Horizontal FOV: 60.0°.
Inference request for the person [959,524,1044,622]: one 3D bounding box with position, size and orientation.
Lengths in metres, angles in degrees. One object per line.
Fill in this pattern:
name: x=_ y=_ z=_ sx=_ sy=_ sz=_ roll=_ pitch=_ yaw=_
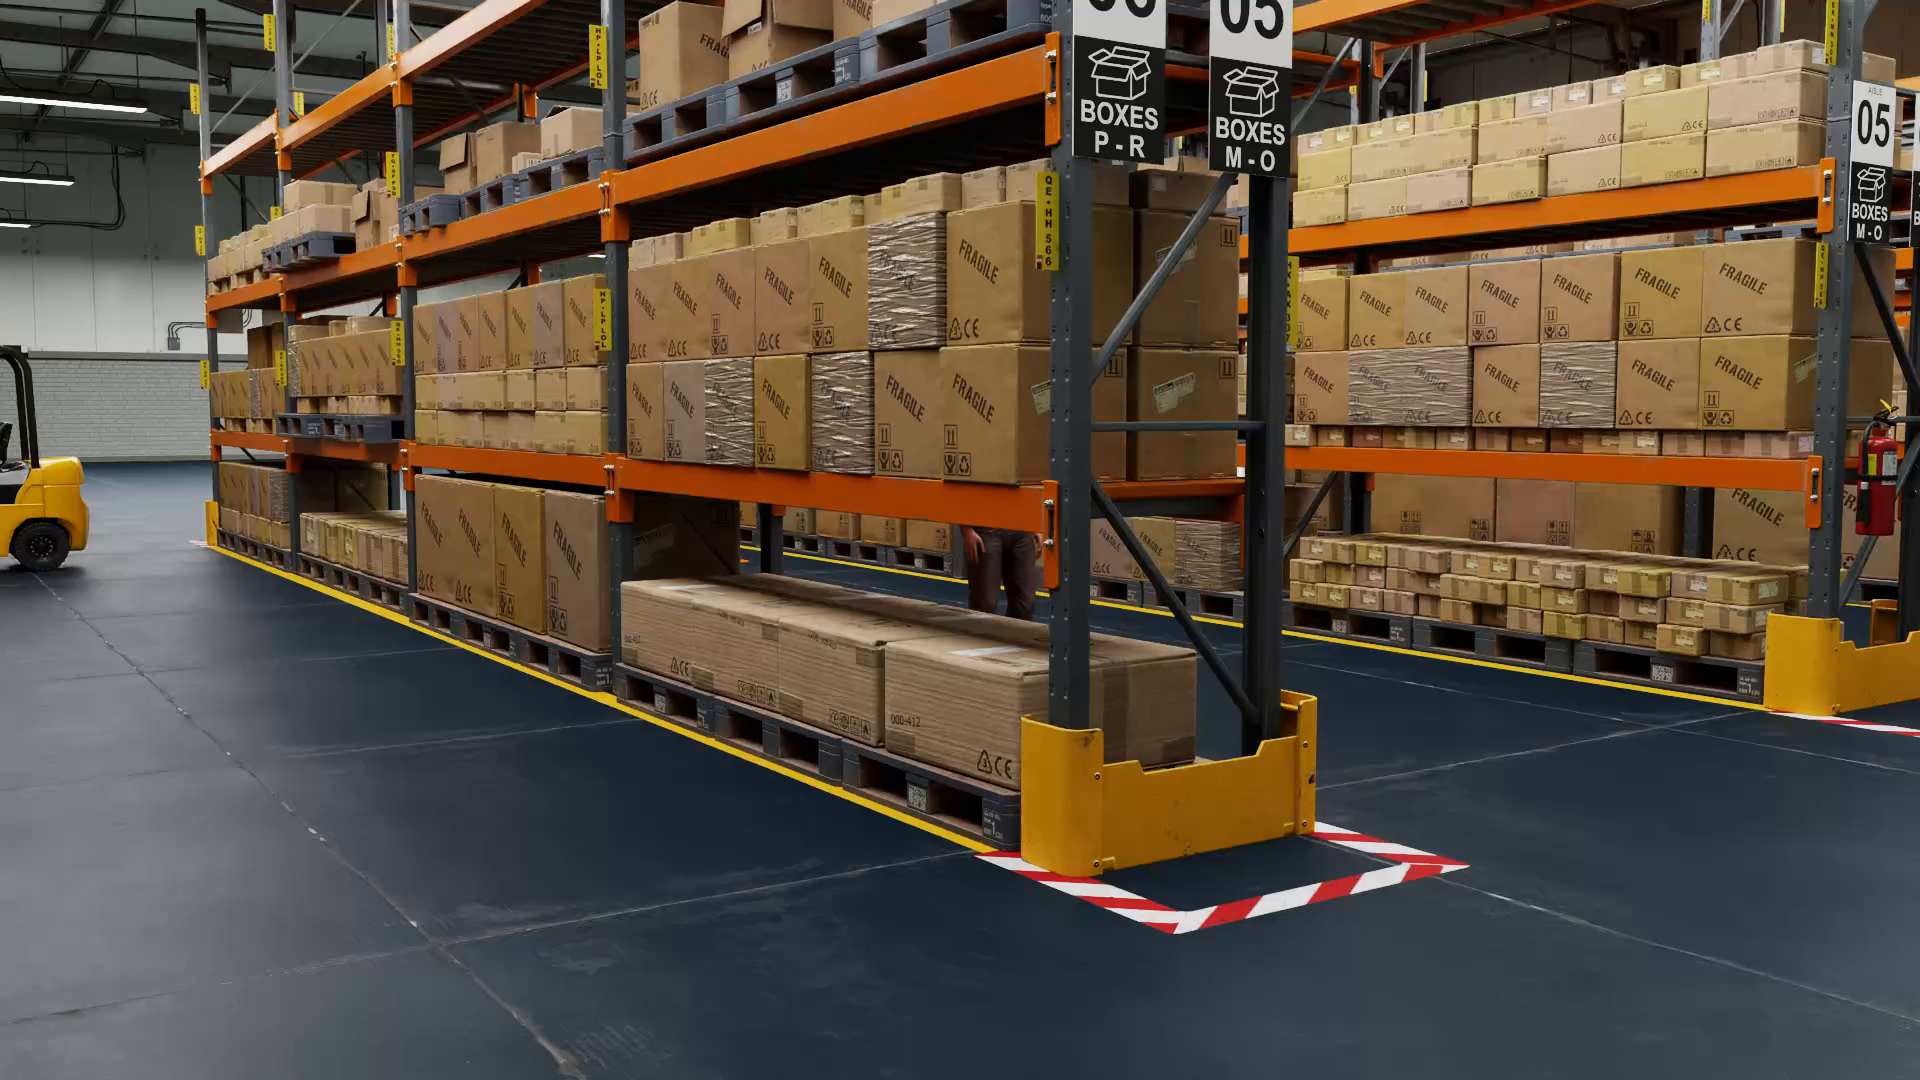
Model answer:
person: x=0.221 y=-0.020 z=9.212 sx=0.591 sy=1.720 sz=0.418 roll=-3 pitch=6 yaw=-37
